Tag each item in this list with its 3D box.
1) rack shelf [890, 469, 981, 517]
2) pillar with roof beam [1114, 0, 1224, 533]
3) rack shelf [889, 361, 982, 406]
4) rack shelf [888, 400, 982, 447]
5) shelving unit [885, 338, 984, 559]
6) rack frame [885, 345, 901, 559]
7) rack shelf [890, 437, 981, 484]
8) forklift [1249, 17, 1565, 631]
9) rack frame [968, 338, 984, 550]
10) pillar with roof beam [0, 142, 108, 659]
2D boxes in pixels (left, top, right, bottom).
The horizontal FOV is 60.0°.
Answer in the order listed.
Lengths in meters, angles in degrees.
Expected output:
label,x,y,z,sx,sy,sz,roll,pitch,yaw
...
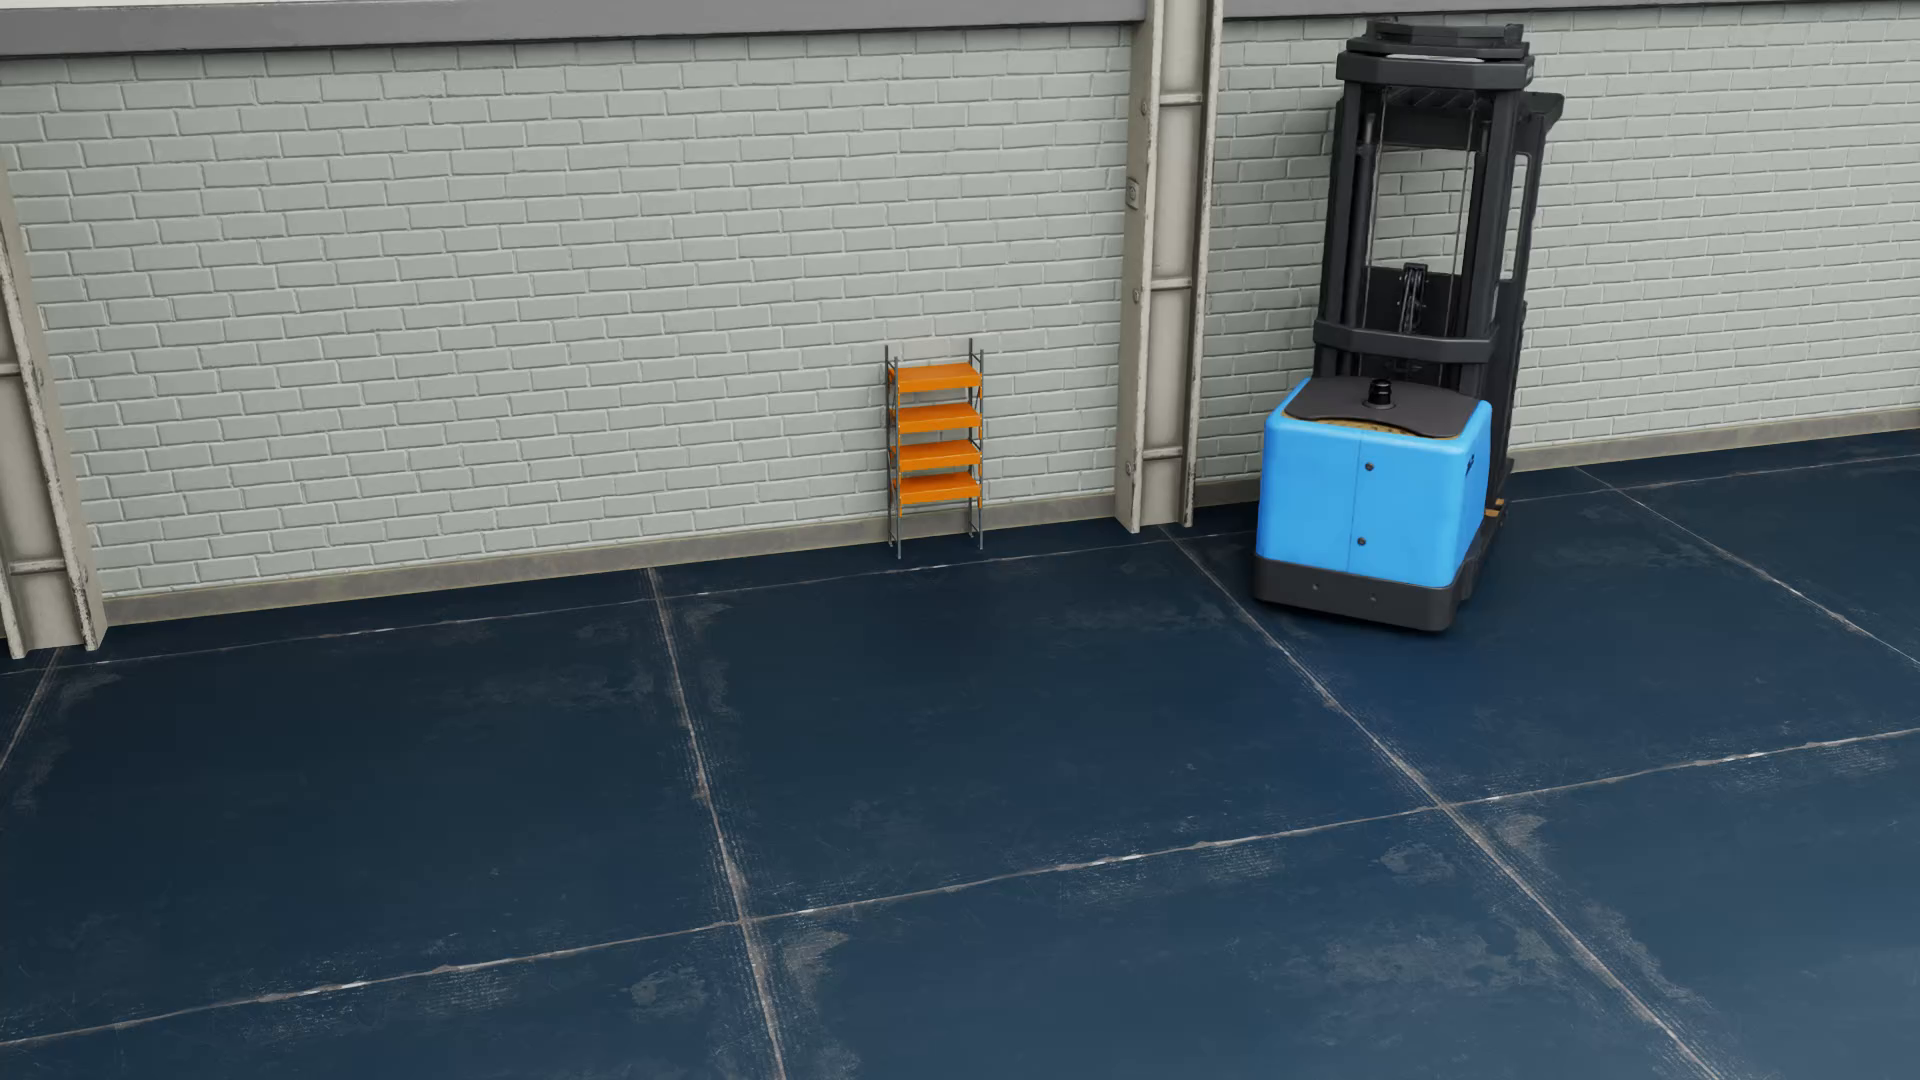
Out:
label,x,y,z,sx,sy,sz,roll,pitch,yaw
rack shelf,-0.144,-0.270,9.531,0.480,0.148,0.258,-7,24,-15
pillar with roof beam,2.324,-2.621,4.446,0.400,9.000,9.100,-6,24,-14
rack shelf,-0.144,-0.875,9.270,0.480,0.148,0.258,-7,24,-15
rack shelf,-0.144,-0.658,9.364,0.480,0.148,0.258,-7,24,-15
shelving unit,-0.144,-0.514,9.426,0.503,1.200,0.258,-7,24,-15
rack frame,-0.378,-0.487,9.363,0.015,1.200,0.240,-7,24,-15
rack shelf,-0.144,-0.452,9.453,0.480,0.148,0.258,-7,24,-15
forklift,2.638,-1.429,9.362,1.130,2.935,3.031,11,25,23
rack frame,0.091,-0.541,9.488,0.015,1.200,0.240,-7,24,-15
pillar with roof beam,-3.453,-1.982,2.956,0.400,9.000,9.100,-6,24,-14
